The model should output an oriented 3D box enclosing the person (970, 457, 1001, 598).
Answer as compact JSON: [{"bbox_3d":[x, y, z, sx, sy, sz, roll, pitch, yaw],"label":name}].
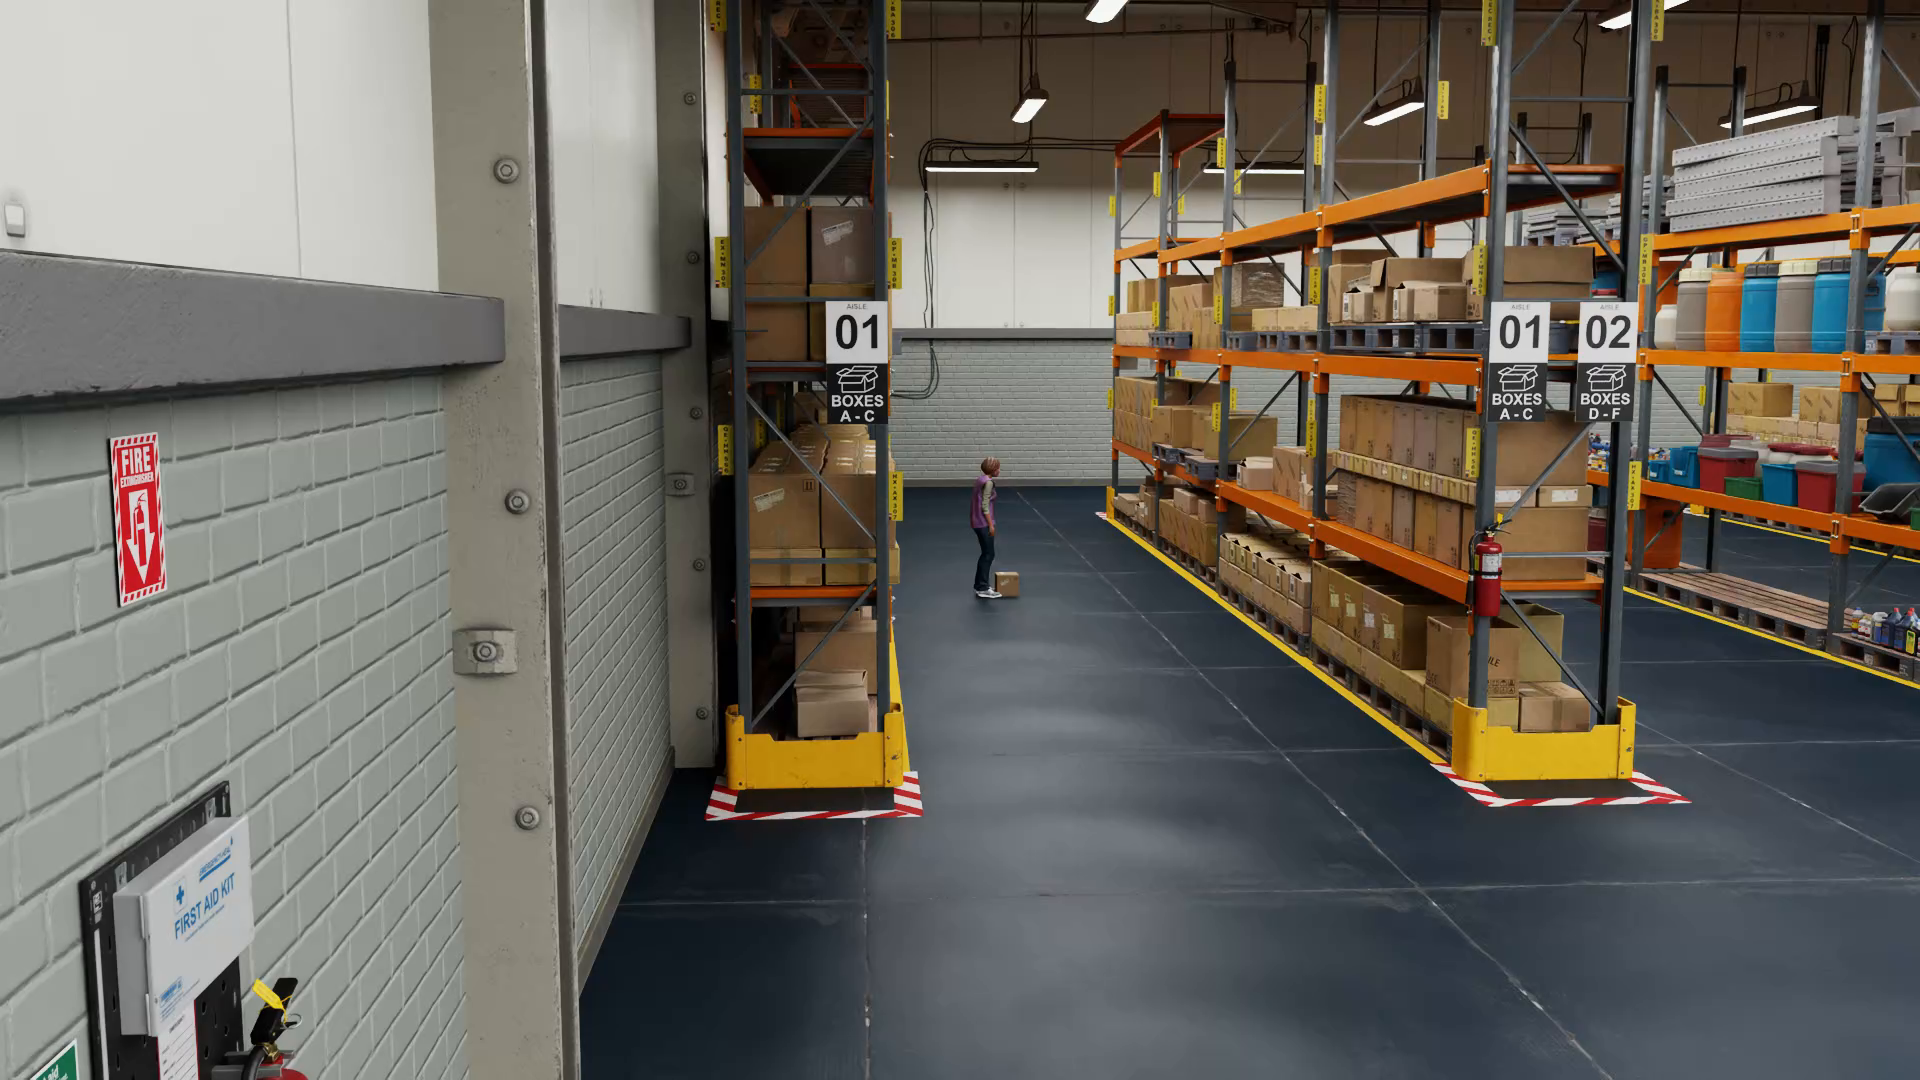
[{"bbox_3d":[0.294,-0.149,19.046,0.343,1.581,0.485,-1,7,-7],"label":"person"}]
